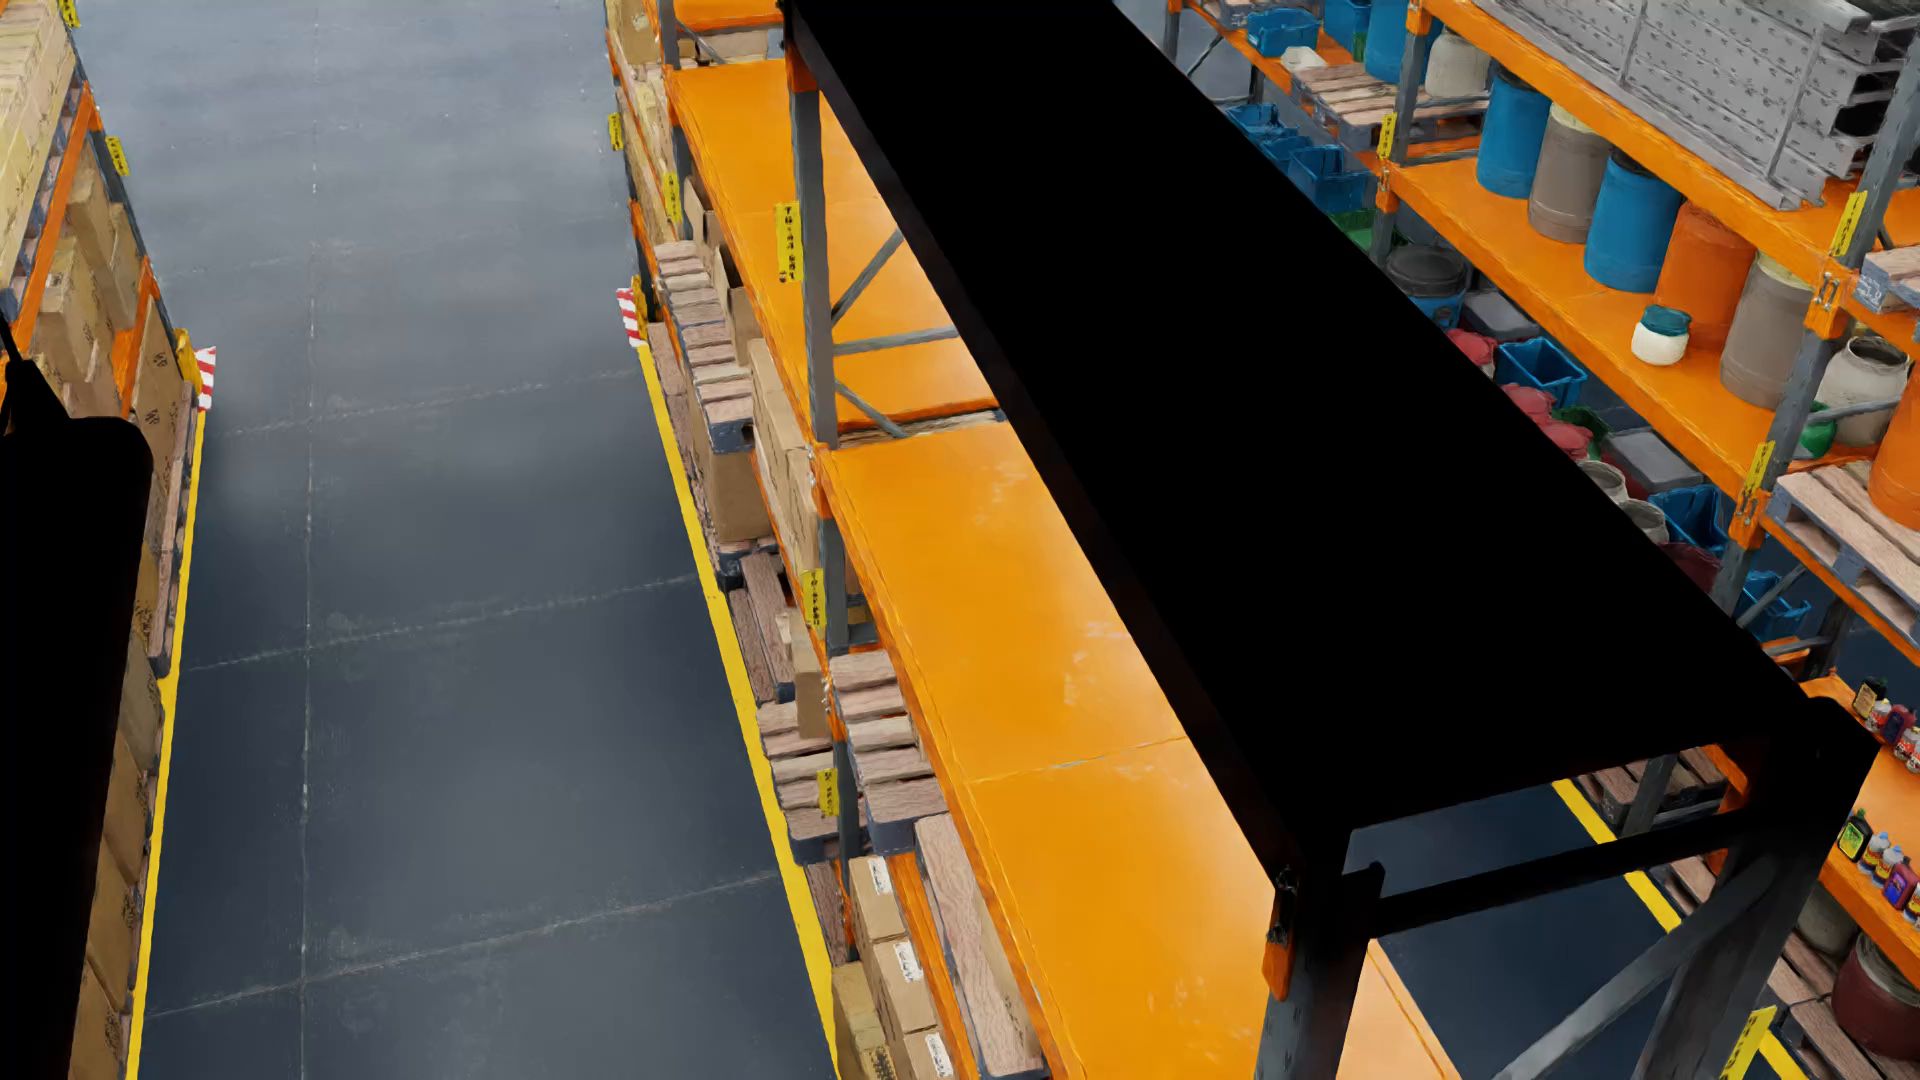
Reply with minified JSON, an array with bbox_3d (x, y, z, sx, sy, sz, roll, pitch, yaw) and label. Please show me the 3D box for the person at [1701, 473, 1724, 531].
[{"bbox_3d":[5.607,-0.706,12.439,0.592,1.604,0.513,-12,40,-15],"label":"person"}]
